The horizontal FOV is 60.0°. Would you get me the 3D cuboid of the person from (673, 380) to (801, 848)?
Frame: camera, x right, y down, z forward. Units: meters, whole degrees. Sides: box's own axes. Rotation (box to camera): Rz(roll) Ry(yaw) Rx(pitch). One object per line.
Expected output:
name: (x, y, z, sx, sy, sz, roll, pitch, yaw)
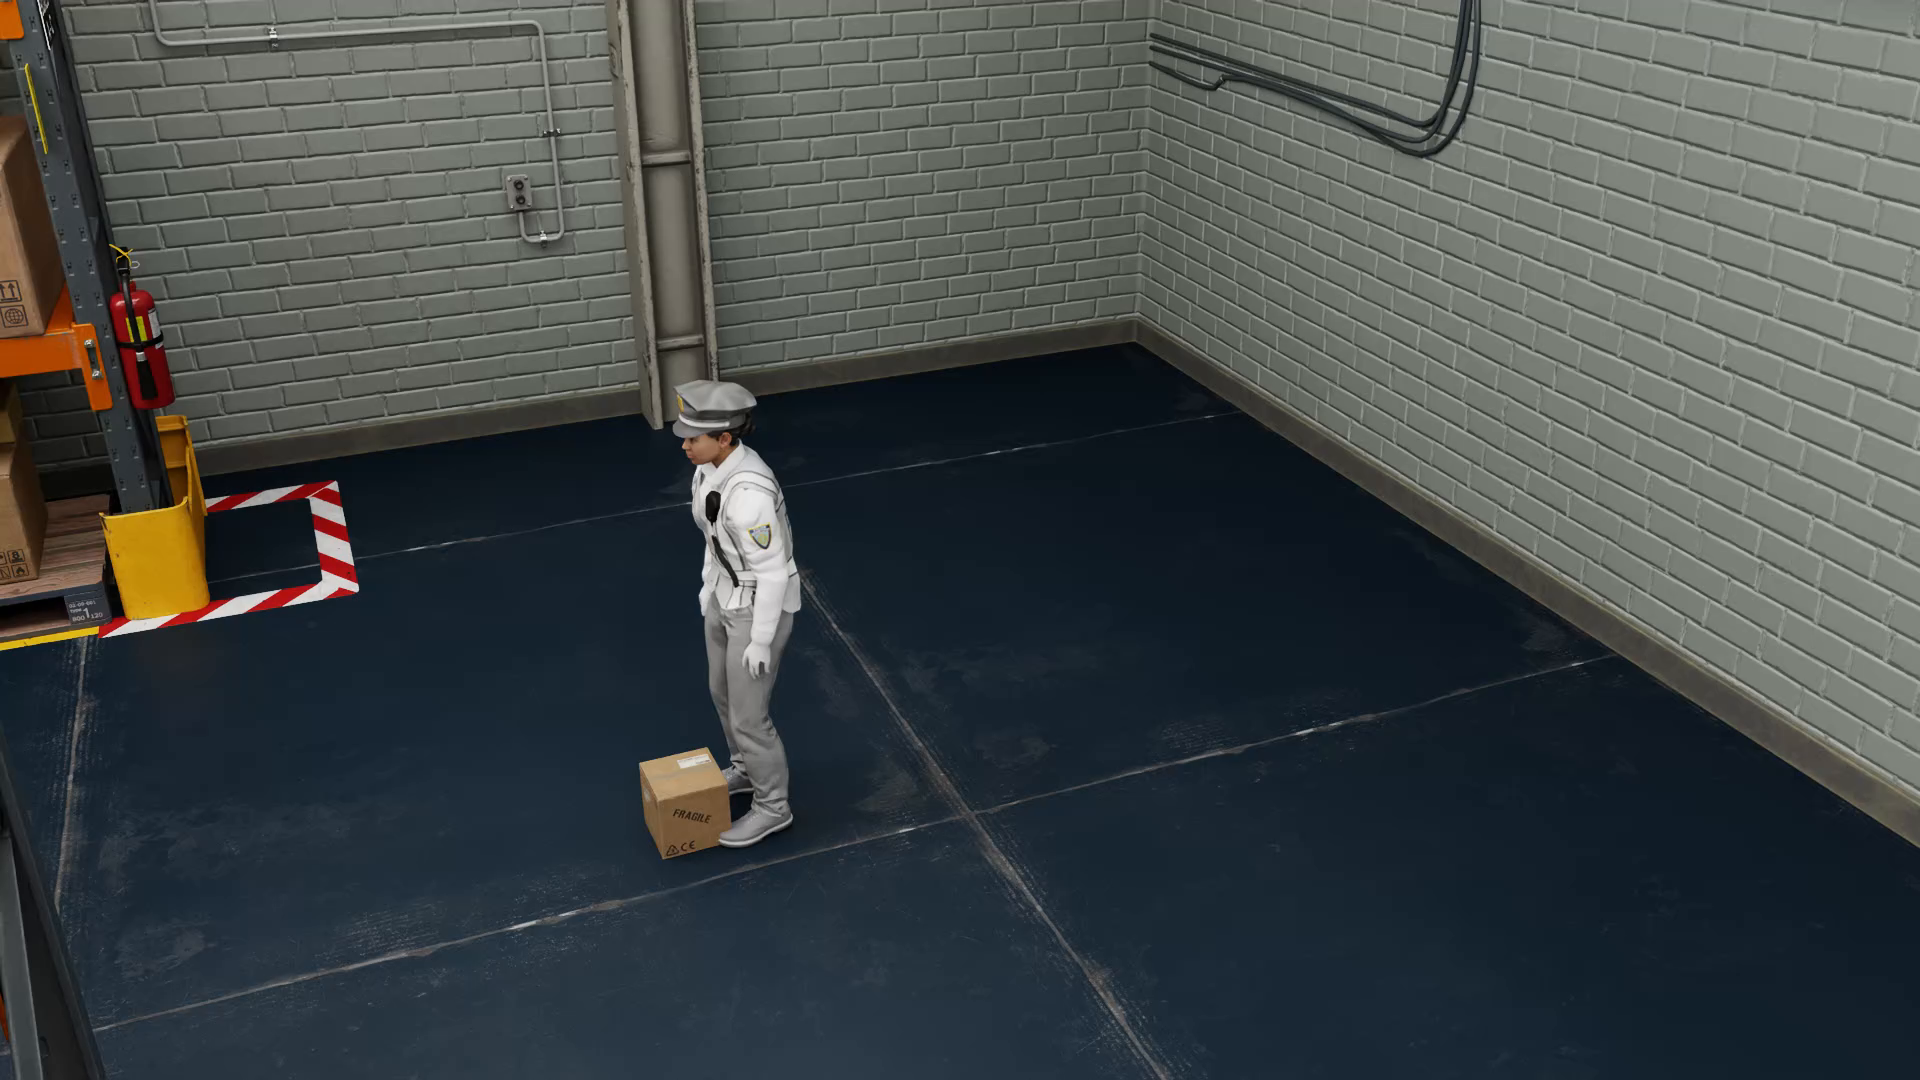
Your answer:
person: (-0.739, 0.245, 5.608, 0.376, 1.663, 0.544, -12, 29, -24)
